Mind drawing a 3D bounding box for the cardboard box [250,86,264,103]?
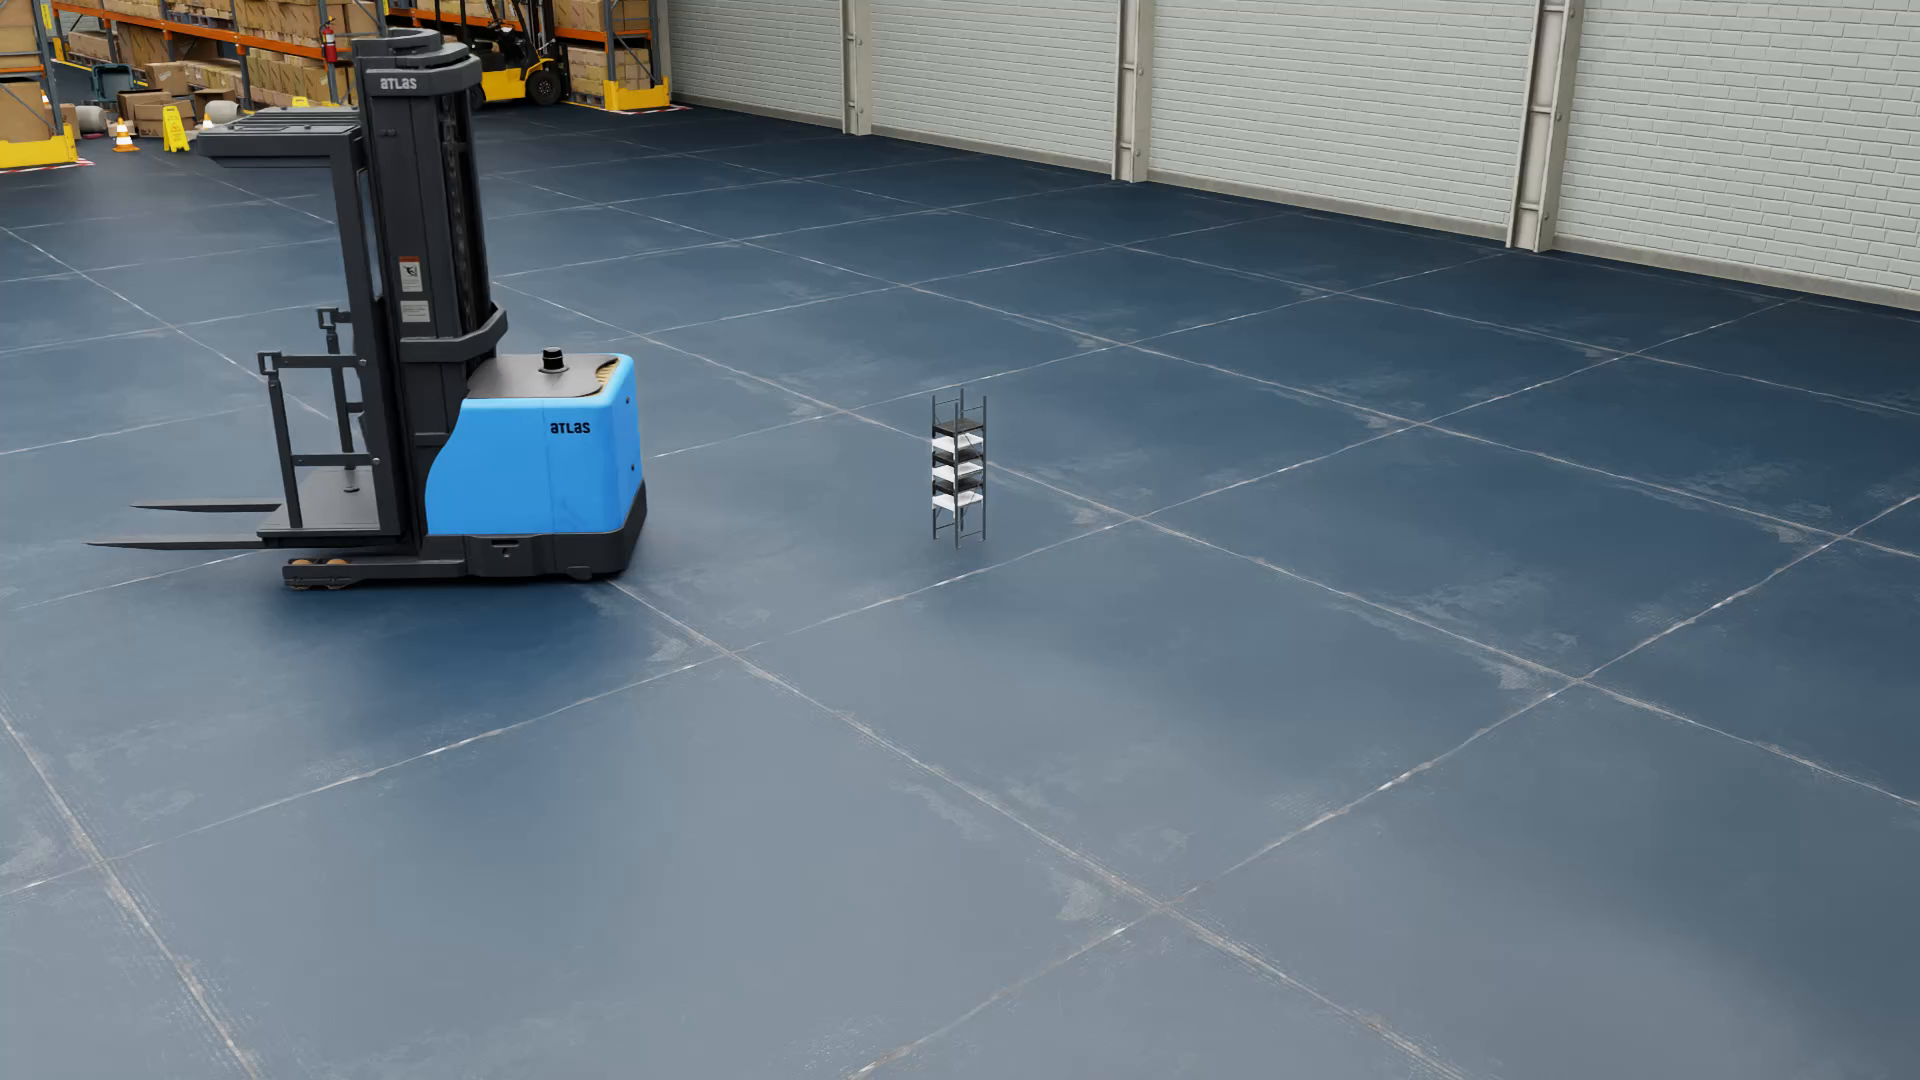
[{"bbox_3d":[-11.968,-7.756,28.867,0.500,0.250,0.500,-19,28,-40],"label":"cardboard box"}]

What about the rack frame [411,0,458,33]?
[{"bbox_3d":[-11.001,-11.355,34.863,1.000,3.000,0.127,-17,27,-37],"label":"rack frame"}]

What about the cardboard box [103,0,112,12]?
[{"bbox_3d":[-17.283,-11.024,34.222,0.500,0.250,0.500,-18,28,-39],"label":"cardboard box"}]

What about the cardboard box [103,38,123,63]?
[{"bbox_3d":[-17.699,-10.479,35.564,0.875,0.438,0.875,-18,28,-38],"label":"cardboard box"}]

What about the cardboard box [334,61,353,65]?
[{"bbox_3d":[-10.215,-7.665,27.608,0.500,0.500,0.500,-19,28,-39],"label":"cardboard box"}]

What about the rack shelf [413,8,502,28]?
[{"bbox_3d":[-9.696,-10.468,33.584,1.077,0.370,4.000,-17,27,-37],"label":"rack shelf"}]

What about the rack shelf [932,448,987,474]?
[{"bbox_3d":[-0.005,-0.474,9.805,0.258,0.077,0.200,-17,27,-37],"label":"rack shelf"}]

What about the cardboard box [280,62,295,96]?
[{"bbox_3d":[-10.925,-7.671,27.622,0.500,0.500,0.500,-18,28,-39],"label":"cardboard box"}]

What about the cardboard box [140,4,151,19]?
[{"bbox_3d":[-15.631,-10.318,32.421,0.500,0.250,0.500,-17,27,-37],"label":"cardboard box"}]

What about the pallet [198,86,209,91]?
[{"bbox_3d":[-13.458,-8.321,30.940,1.003,0.211,1.213,-17,27,-37],"label":"pallet"}]

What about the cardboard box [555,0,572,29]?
[{"bbox_3d":[-6.966,-9.552,30.122,0.500,0.500,0.500,-18,28,-38],"label":"cardboard box"}]

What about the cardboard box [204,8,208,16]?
[{"bbox_3d":[-13.348,-9.508,29.915,0.380,0.149,0.250,-17,27,-37],"label":"cardboard box"}]

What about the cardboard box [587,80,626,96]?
[{"bbox_3d":[-6.325,-8.115,29.784,0.500,0.250,0.500,-17,27,-37],"label":"cardboard box"}]

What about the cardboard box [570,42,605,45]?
[{"bbox_3d":[-6.926,-9.125,30.992,0.500,0.250,0.500,-18,28,-38],"label":"cardboard box"}]

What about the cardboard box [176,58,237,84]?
[{"bbox_3d":[-14.398,-8.986,31.842,0.950,0.372,0.625,-20,29,-41],"label":"cardboard box"}]

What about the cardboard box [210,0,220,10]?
[{"bbox_3d":[-12.948,-9.658,29.409,0.500,0.500,0.500,-17,27,-37],"label":"cardboard box"}]

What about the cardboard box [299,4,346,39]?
[{"bbox_3d":[-10.100,-8.232,26.344,0.500,0.500,0.500,-18,28,-38],"label":"cardboard box"}]

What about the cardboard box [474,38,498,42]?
[{"bbox_3d":[-9.240,-9.698,33.312,0.875,0.625,0.625,-18,28,-38],"label":"cardboard box"}]

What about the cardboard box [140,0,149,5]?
[{"bbox_3d":[-15.605,-10.550,32.327,0.500,0.250,0.500,-18,28,-39],"label":"cardboard box"}]

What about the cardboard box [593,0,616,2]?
[{"bbox_3d":[-6.218,-9.523,29.158,0.380,0.149,0.250,-17,27,-37],"label":"cardboard box"}]

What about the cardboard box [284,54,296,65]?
[{"bbox_3d":[-10.881,-7.917,27.361,0.380,0.149,0.250,-16,27,-35],"label":"cardboard box"}]

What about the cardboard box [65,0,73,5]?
[{"bbox_3d":[-19.216,-11.951,36.246,0.500,0.500,0.500,-18,27,-38],"label":"cardboard box"}]

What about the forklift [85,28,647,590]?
[{"bbox_3d":[-3.415,-1.283,9.242,3.031,2.935,1.130,-1,21,-2],"label":"forklift"}]

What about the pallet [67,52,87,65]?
[{"bbox_3d":[-19.400,-10.882,37.479,1.003,0.211,1.213,-17,27,-37],"label":"pallet"}]

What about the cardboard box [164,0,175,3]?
[{"bbox_3d":[-14.641,-10.374,31.237,0.500,0.500,0.500,-18,28,-39],"label":"cardboard box"}]

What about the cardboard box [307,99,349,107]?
[{"bbox_3d":[-10.284,-7.044,27.049,0.500,0.250,0.500,-18,27,-38],"label":"cardboard box"}]

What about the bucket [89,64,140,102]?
[{"bbox_3d":[-13.997,-7.556,27.567,0.726,0.611,0.620,-8,13,-19],"label":"bucket"}]

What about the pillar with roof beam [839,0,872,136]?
[{"bbox_3d":[-4.896,-9.663,22.316,9.100,9.000,0.400,-17,27,-37],"label":"pillar with roof beam"}]

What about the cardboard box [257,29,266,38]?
[{"bbox_3d":[-11.650,-8.587,28.140,0.380,0.149,0.250,-16,27,-36],"label":"cardboard box"}]

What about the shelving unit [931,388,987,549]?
[{"bbox_3d":[-0.005,-0.421,9.826,0.258,0.900,0.210,-17,27,-37],"label":"shelving unit"}]

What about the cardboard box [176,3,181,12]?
[{"bbox_3d":[-14.385,-9.945,31.030,0.380,0.149,0.250,-20,29,-41],"label":"cardboard box"}]

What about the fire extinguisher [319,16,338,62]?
[{"bbox_3d":[-9.812,-7.785,25.854,0.296,0.674,0.183,-17,27,-37],"label":"fire extinguisher"}]

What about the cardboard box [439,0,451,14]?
[{"bbox_3d":[-10.231,-10.824,33.712,0.500,0.250,0.500,-19,28,-39],"label":"cardboard box"}]

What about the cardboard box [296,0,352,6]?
[{"bbox_3d":[-10.036,-8.702,26.173,0.700,0.500,0.500,-18,28,-39],"label":"cardboard box"}]

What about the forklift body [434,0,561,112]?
[{"bbox_3d":[-8.399,-8.840,29.604,2.313,2.155,1.214,-17,27,-37],"label":"forklift body"}]

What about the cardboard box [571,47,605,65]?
[{"bbox_3d":[-6.654,-8.719,29.955,0.500,0.250,0.500,-17,27,-36],"label":"cardboard box"}]

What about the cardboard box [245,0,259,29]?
[{"bbox_3d":[-11.727,-8.932,28.130,0.500,0.500,0.500,-18,27,-38],"label":"cardboard box"}]

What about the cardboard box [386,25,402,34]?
[{"bbox_3d":[-12.360,-11.138,36.271,0.380,0.149,0.250,-19,28,-40],"label":"cardboard box"}]

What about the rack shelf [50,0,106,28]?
[{"bbox_3d":[-18.676,-11.496,36.207,1.077,0.370,4.000,-17,27,-37],"label":"rack shelf"}]

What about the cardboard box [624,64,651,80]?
[{"bbox_3d":[-5.929,-8.473,30.012,0.500,0.250,0.500,-17,27,-36],"label":"cardboard box"}]

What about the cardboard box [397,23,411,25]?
[{"bbox_3d":[-12.276,-11.414,36.974,0.380,0.149,0.250,-17,27,-37],"label":"cardboard box"}]

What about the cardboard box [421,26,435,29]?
[{"bbox_3d":[-11.482,-11.037,36.012,0.380,0.149,0.250,-17,27,-37],"label":"cardboard box"}]

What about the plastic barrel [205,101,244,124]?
[{"bbox_3d":[-12.032,-6.973,27.207,0.512,0.421,0.421,0,21,-1],"label":"plastic barrel"}]

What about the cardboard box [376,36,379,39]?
[{"bbox_3d":[-12.456,-10.877,36.492,0.500,0.500,0.500,-19,28,-39],"label":"cardboard box"}]

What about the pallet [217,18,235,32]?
[{"bbox_3d":[-12.537,-9.224,29.685,1.003,0.211,1.213,-17,27,-37],"label":"pallet"}]

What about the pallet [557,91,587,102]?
[{"bbox_3d":[-7.102,-8.385,31.103,1.003,0.211,1.213,-17,27,-37],"label":"pallet"}]

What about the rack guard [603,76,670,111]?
[{"bbox_3d":[-5.764,-7.975,29.659,1.175,0.500,0.348,-17,27,-37],"label":"rack guard"}]

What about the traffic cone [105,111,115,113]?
[{"bbox_3d":[-14.965,-7.738,29.105,0.336,0.463,0.334,-17,27,-37],"label":"traffic cone"}]

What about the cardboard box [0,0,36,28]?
[{"bbox_3d":[-13.434,-7.441,23.182,0.875,0.550,0.550,-17,27,-37],"label":"cardboard box"}]

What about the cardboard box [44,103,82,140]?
[{"bbox_3d":[-14.041,-6.514,25.926,0.500,0.500,0.500,-12,25,-28],"label":"cardboard box"}]

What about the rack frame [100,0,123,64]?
[{"bbox_3d":[-17.370,-11.278,34.665,1.000,3.000,0.127,-17,27,-37],"label":"rack frame"}]

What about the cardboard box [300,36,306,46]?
[{"bbox_3d":[-10.344,-8.017,26.685,0.380,0.149,0.250,-18,28,-38],"label":"cardboard box"}]
